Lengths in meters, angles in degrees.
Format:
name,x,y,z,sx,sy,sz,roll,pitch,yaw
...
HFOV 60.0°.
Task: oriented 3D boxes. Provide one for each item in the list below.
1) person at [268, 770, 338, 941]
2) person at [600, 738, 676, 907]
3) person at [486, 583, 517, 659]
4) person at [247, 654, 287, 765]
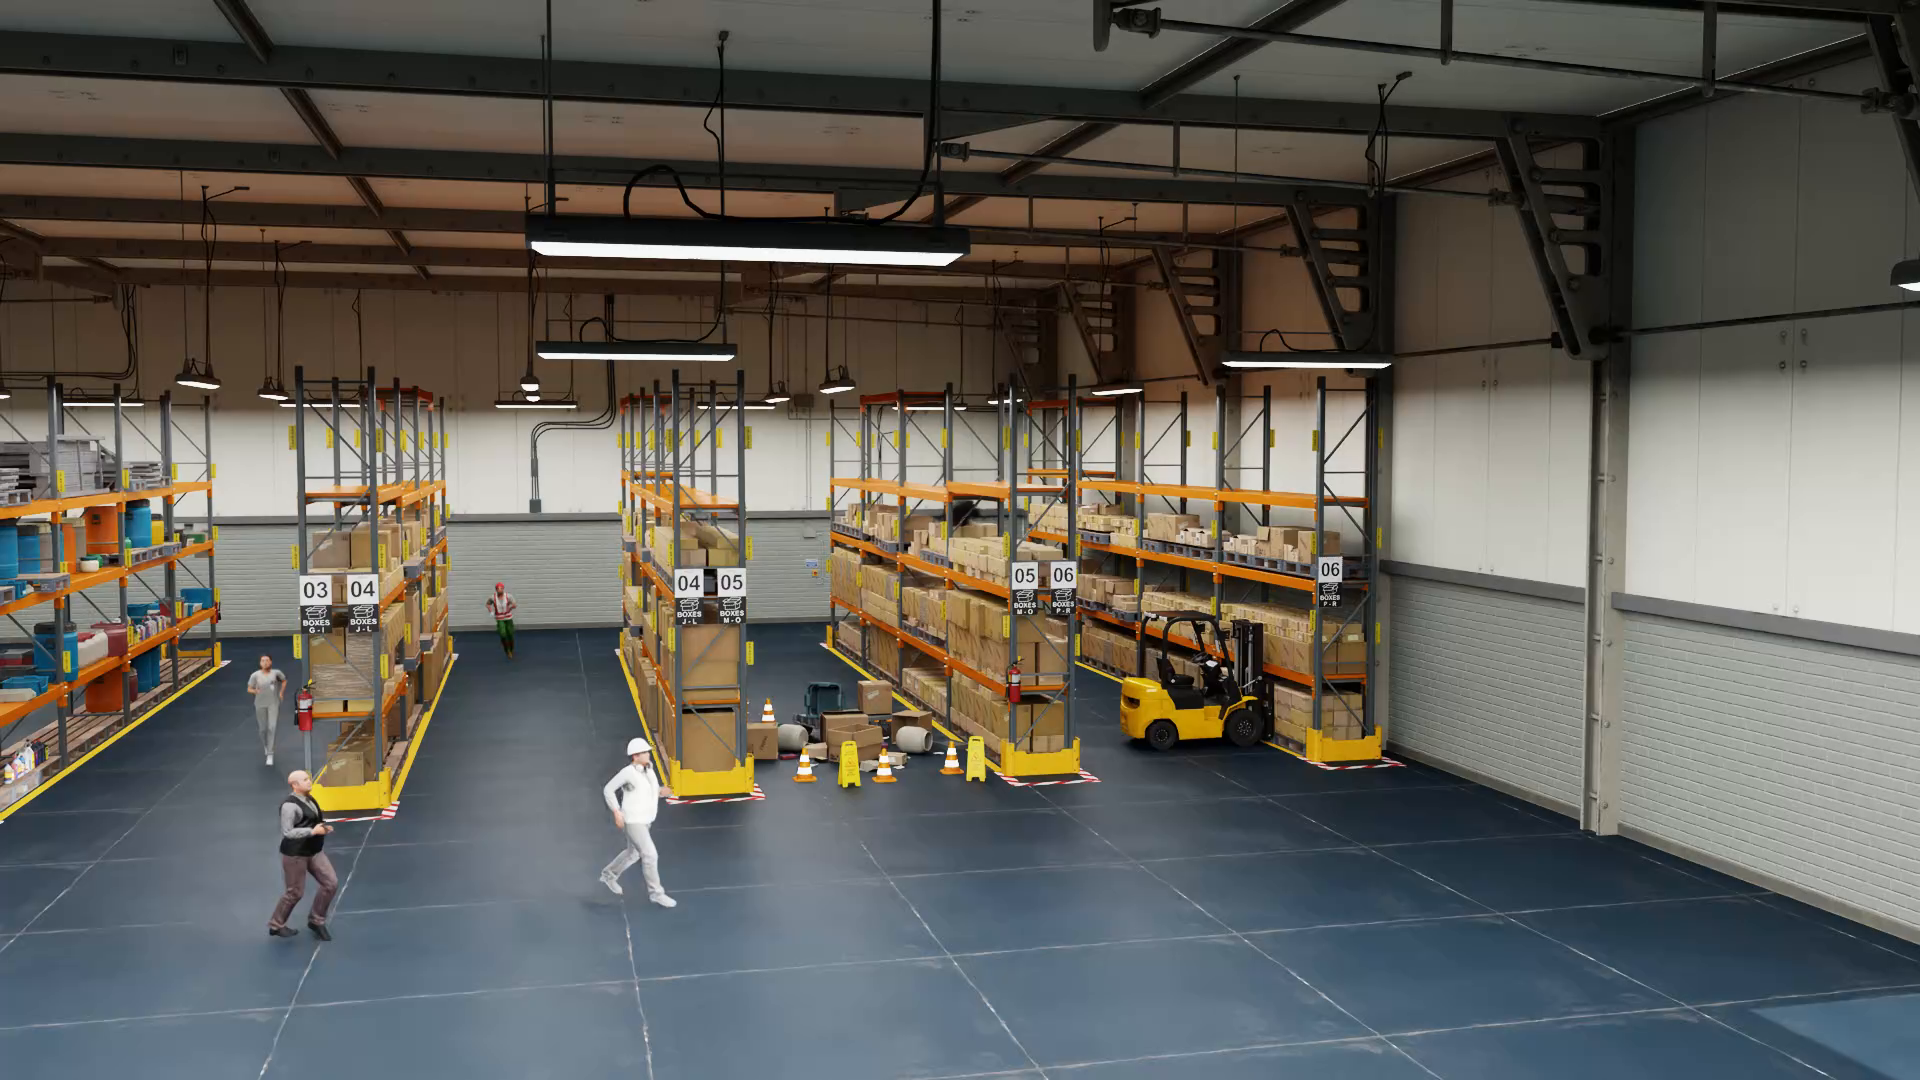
name,x,y,z,sx,sy,sz,roll,pitch,yaw
person,-6.536,3.084,16.551,0.756,1.607,0.635,1,3,11
person,-3.484,3.017,17.908,0.953,1.779,0.645,1,4,17
person,-10.517,1.858,38.244,0.655,1.789,0.741,-2,4,-27
person,-10.785,2.598,25.874,0.565,1.673,0.951,-1,4,-18
